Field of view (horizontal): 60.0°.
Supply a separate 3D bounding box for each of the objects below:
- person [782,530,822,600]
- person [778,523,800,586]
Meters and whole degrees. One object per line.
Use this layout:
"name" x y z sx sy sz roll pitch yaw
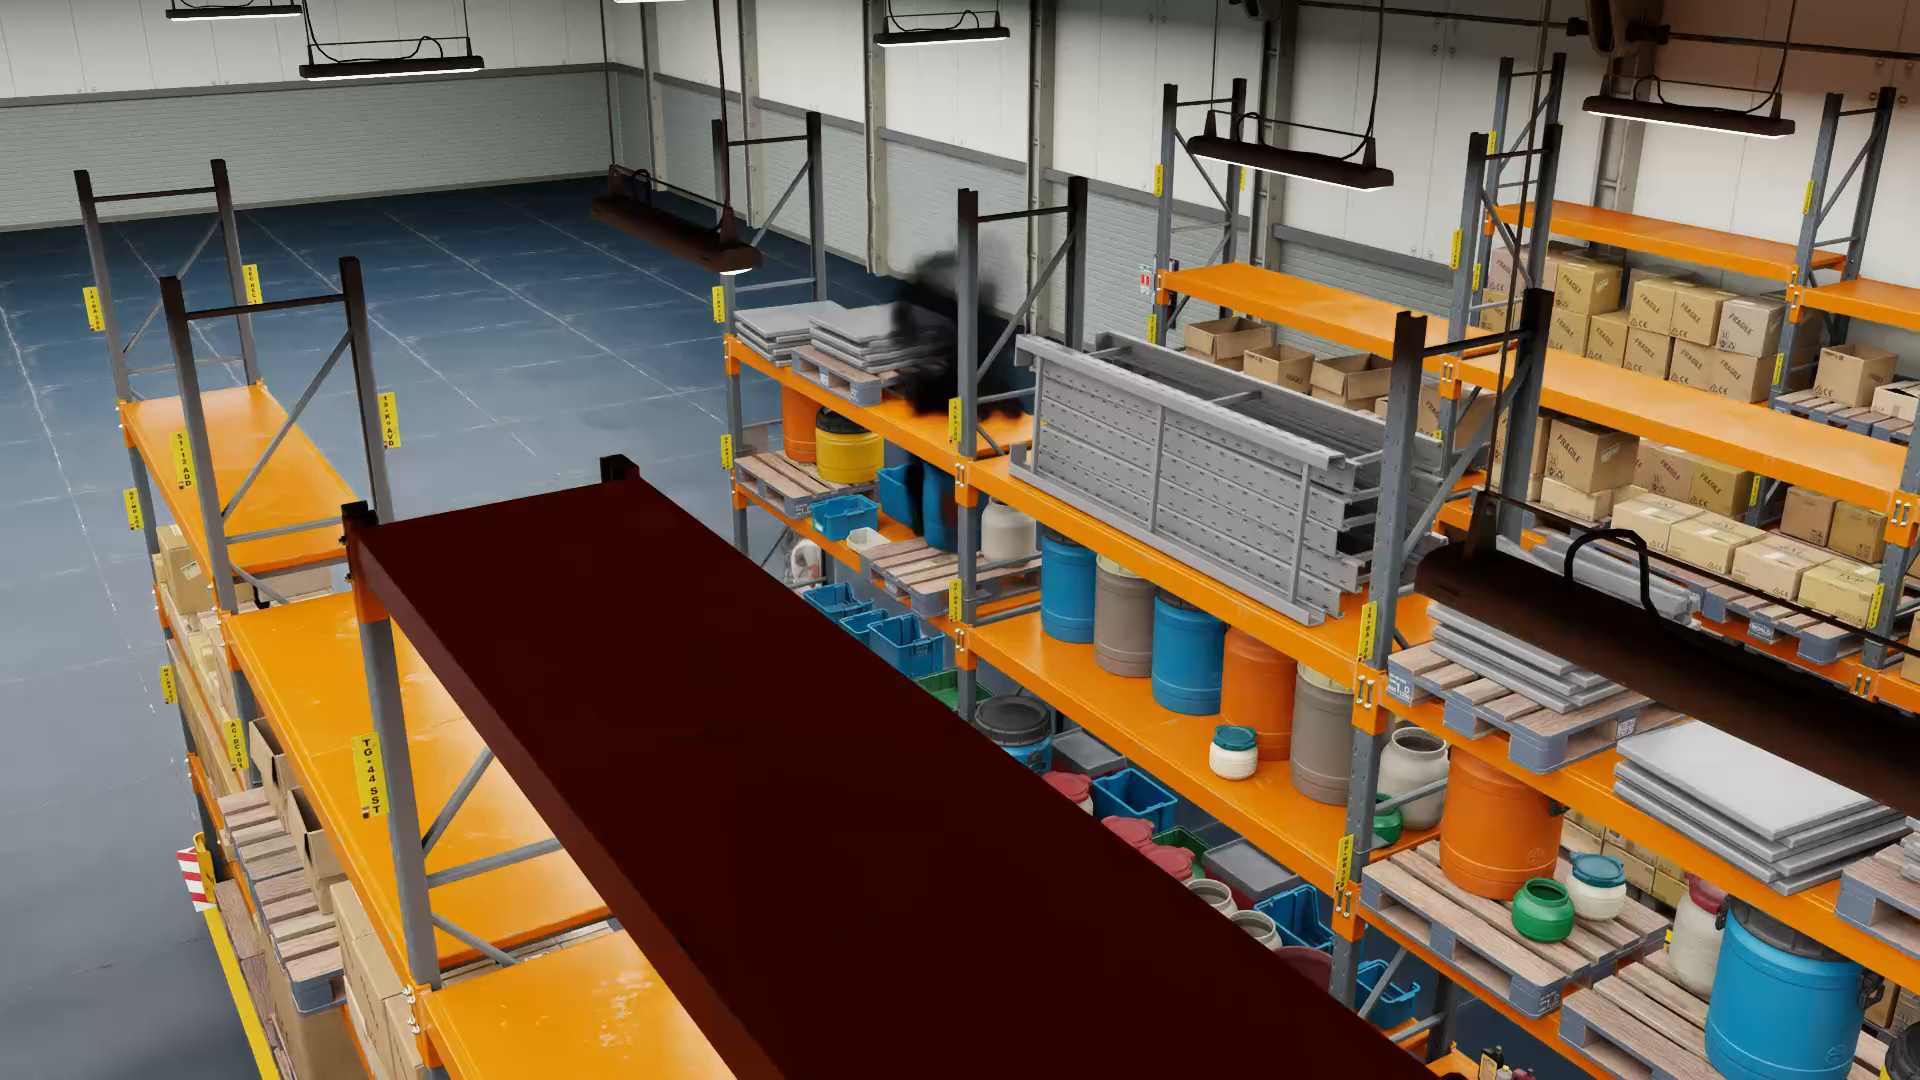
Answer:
"person" -1.698 0.476 17.837 0.821 1.751 0.655 10 24 23
"person" -1.891 -0.248 19.642 0.723 1.827 0.639 -3 22 -6
